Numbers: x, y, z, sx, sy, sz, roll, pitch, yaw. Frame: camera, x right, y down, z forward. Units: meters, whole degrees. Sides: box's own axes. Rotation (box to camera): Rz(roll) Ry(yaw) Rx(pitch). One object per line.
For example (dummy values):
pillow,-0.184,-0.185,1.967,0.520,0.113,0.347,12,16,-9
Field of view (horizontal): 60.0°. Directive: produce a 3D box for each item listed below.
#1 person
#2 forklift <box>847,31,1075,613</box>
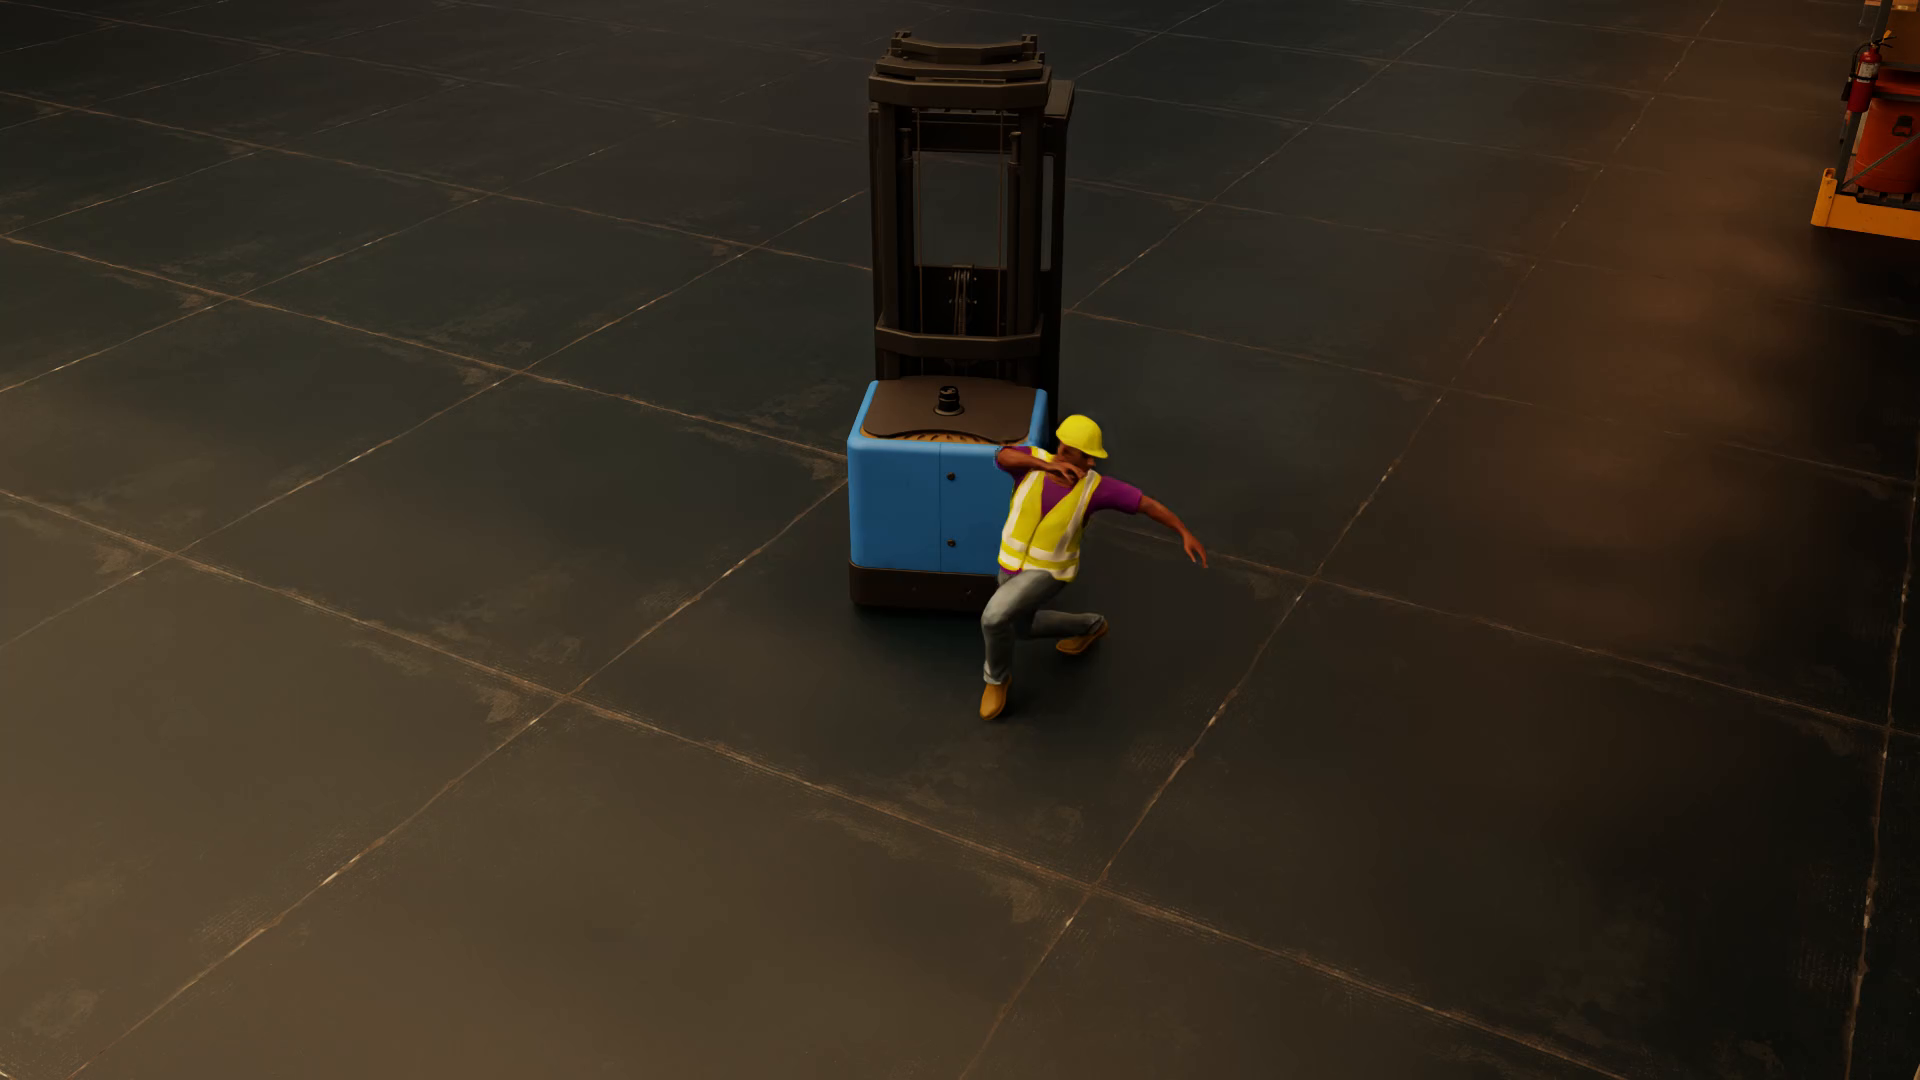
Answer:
person,0.598,0.162,8.260,0.998,1.474,0.968,22,36,33
forklift,0.072,-1.572,9.794,1.130,2.935,3.031,3,30,6
